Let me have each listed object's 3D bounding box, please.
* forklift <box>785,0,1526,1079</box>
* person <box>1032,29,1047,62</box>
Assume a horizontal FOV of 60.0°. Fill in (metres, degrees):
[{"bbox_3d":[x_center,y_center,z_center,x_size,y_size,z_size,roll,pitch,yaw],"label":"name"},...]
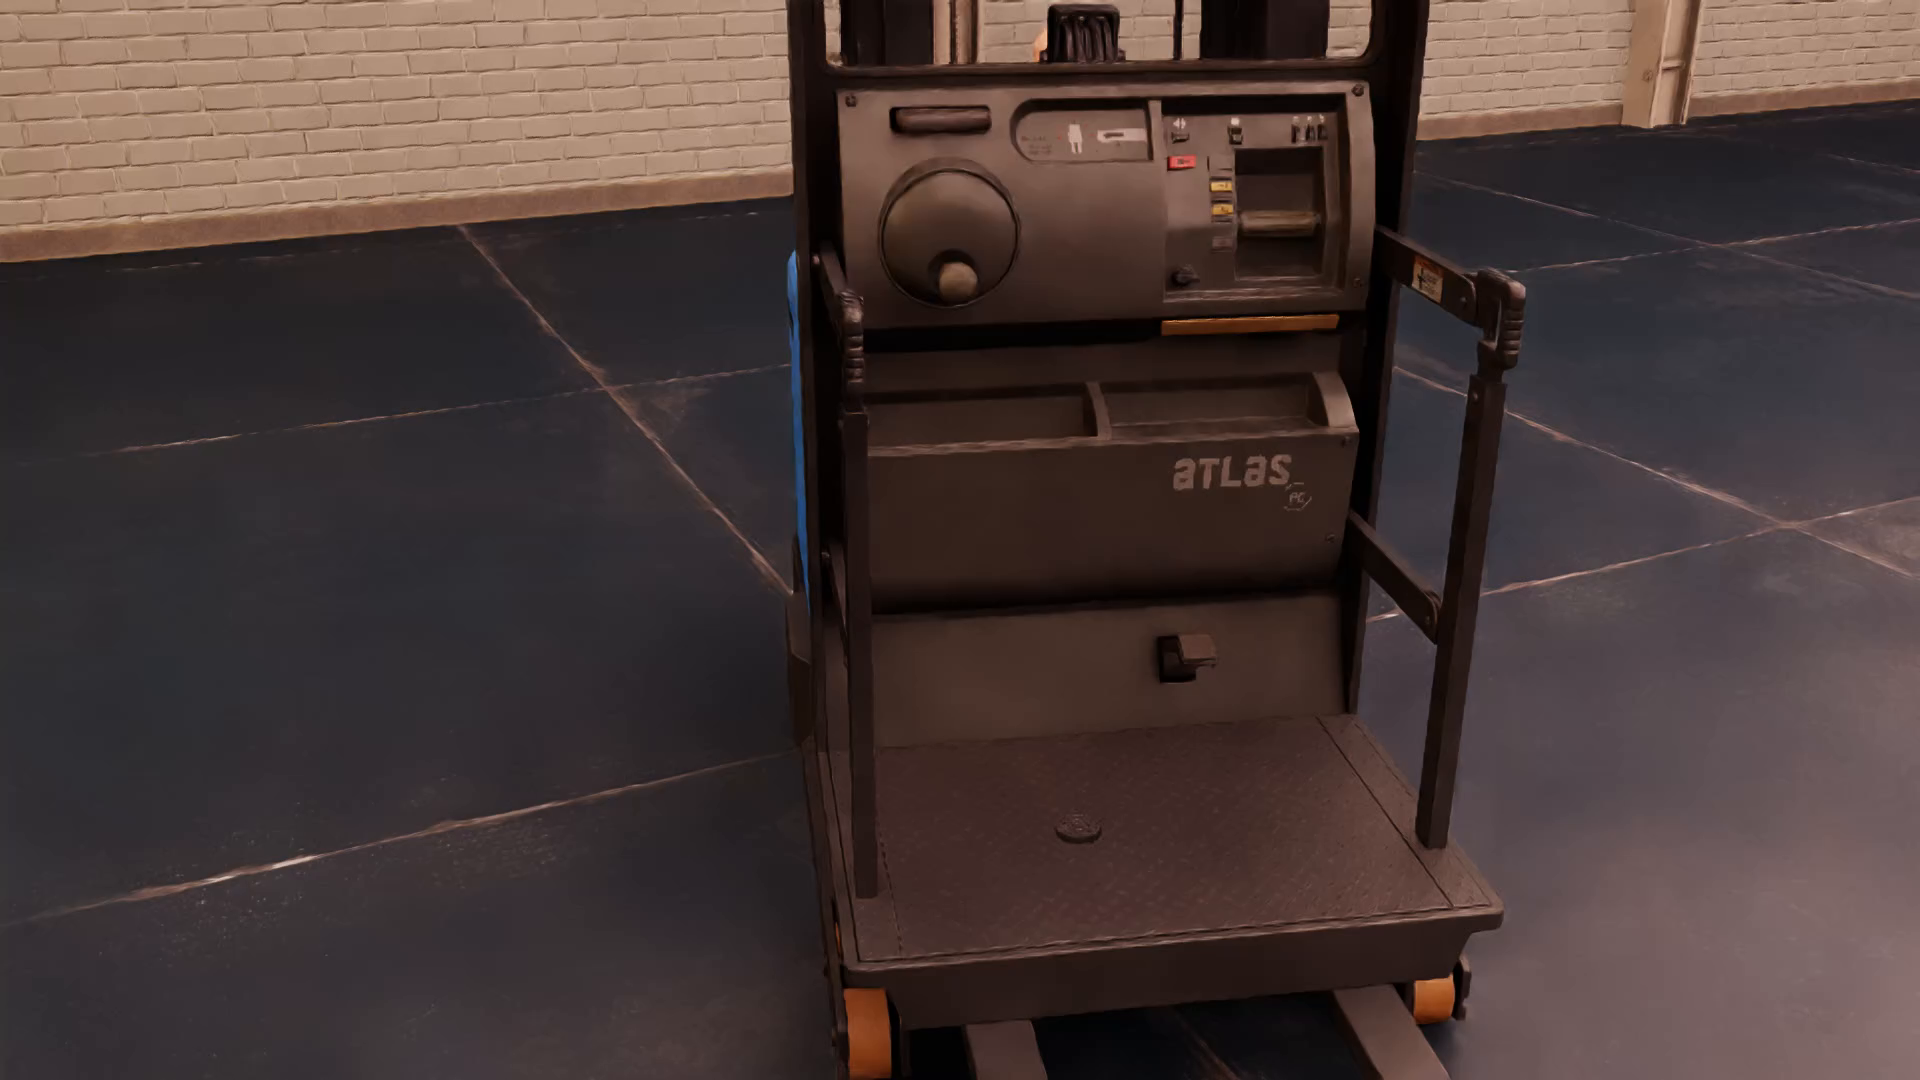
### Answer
[{"bbox_3d":[0.292,-0.568,2.653,1.130,2.935,3.031,-3,23,-8],"label":"forklift"},{"bbox_3d":[0.518,-0.812,5.043,0.764,1.565,0.923,-12,25,-26],"label":"person"}]
